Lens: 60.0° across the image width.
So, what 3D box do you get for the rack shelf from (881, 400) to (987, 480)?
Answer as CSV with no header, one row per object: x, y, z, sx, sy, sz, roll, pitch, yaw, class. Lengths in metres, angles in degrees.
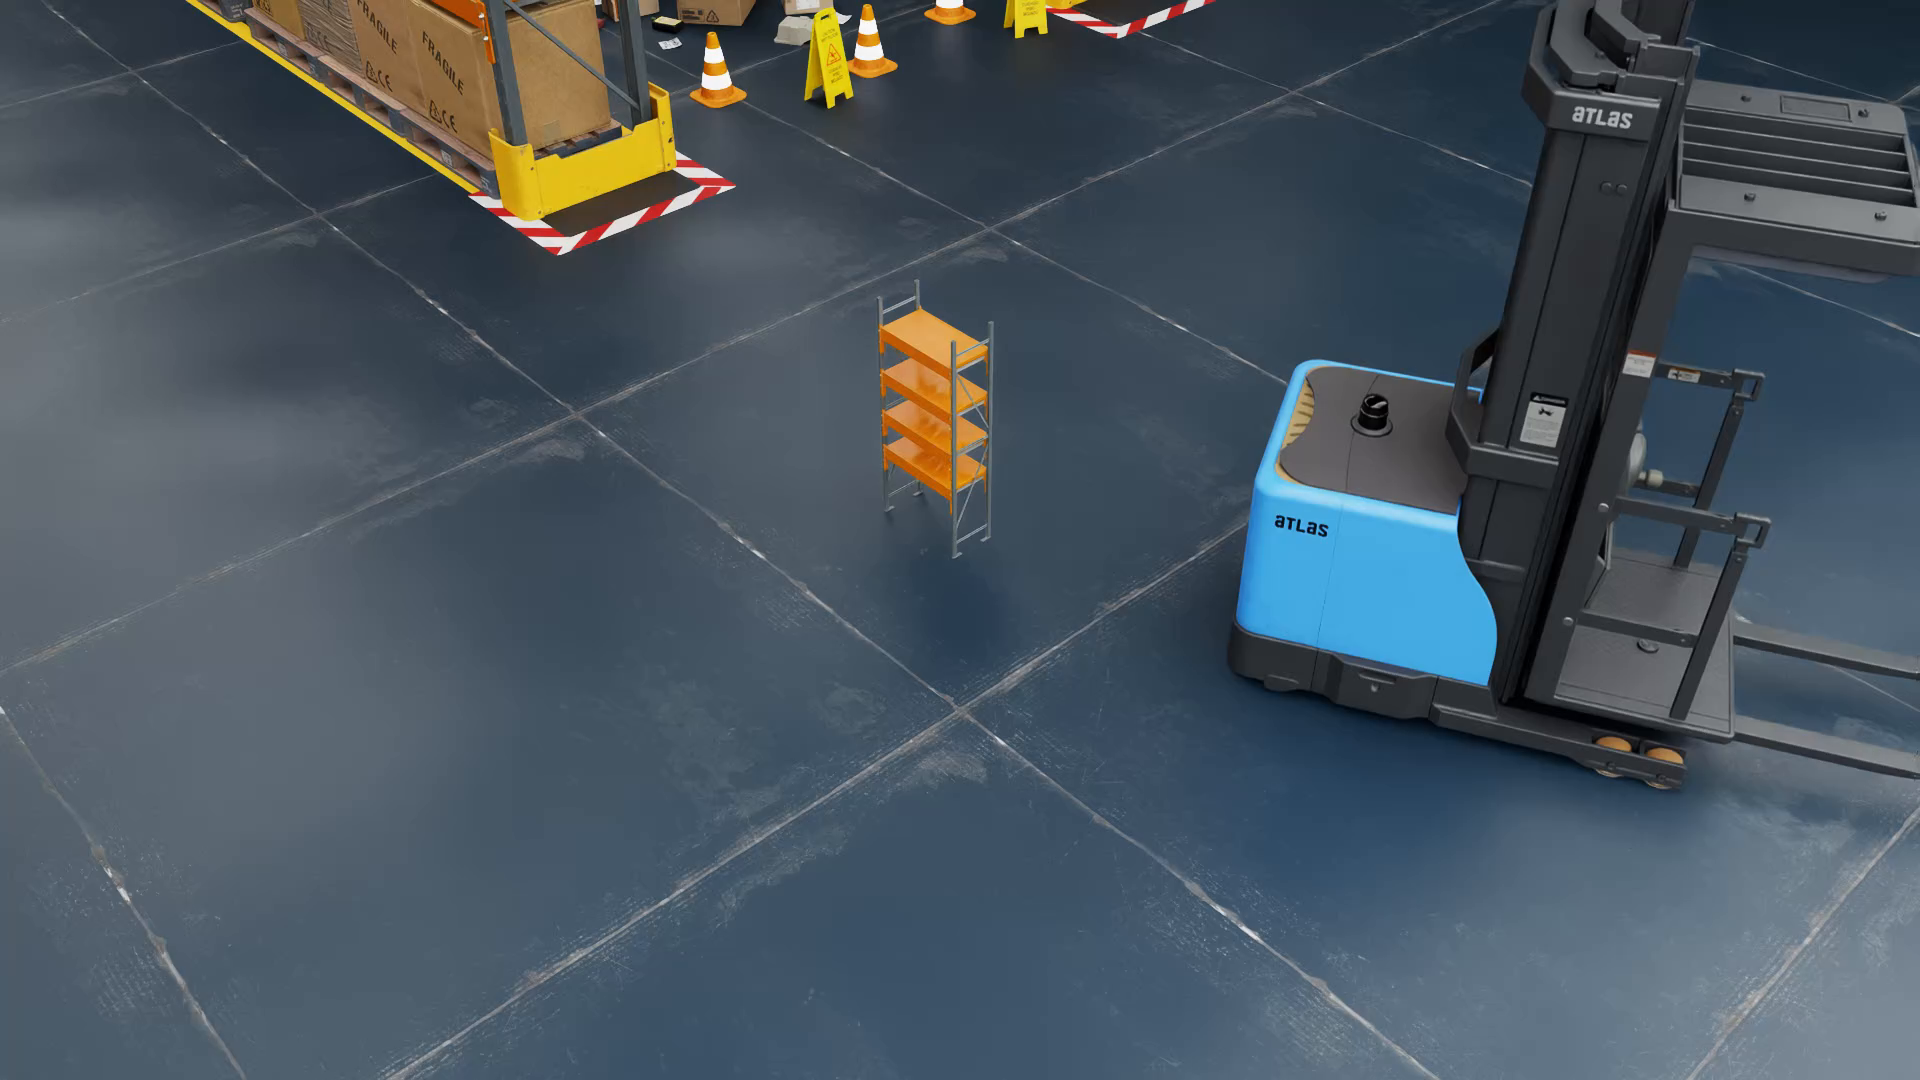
-0.112,-0.491,7.718,0.258,0.148,0.480,-30,48,-32,rack shelf

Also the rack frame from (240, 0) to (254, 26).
-5.119,-5.341,12.183,1.000,3.000,0.127,-30,48,-32,rack frame

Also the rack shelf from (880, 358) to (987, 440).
-0.112,-0.665,7.577,0.258,0.148,0.480,-30,48,-32,rack shelf

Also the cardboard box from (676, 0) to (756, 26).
-1.889,-4.406,13.012,0.637,0.503,0.797,5,39,6,cardboard box

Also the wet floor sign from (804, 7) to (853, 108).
-0.936,-3.402,11.656,0.232,0.644,0.267,26,45,28,wet floor sign

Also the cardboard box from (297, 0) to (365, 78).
-4.133,-3.941,11.807,0.875,0.875,0.875,-30,47,-31,cardboard box

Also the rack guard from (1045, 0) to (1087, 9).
1.113,-4.702,13.382,1.175,0.500,0.348,-30,48,-32,rack guard

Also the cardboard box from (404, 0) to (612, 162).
-2.921,-3.112,10.780,0.875,0.875,0.875,-30,47,-32,cardboard box

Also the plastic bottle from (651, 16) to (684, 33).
-2.283,-3.986,12.845,0.283,0.061,0.133,18,42,21,plastic bottle

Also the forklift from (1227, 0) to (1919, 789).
2.730,-0.515,6.262,3.031,2.935,1.130,13,41,15,forklift

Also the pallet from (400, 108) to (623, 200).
-3.012,-2.741,11.184,1.003,0.211,1.213,-30,48,-32,pallet

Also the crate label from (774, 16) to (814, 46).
-1.242,-3.885,12.660,0.298,0.136,0.250,11,40,13,crate label

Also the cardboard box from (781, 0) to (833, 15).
-1.210,-4.279,13.137,0.380,0.149,0.250,-8,40,-10,cardboard box

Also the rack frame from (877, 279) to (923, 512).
-0.277,-0.656,7.816,0.240,1.200,0.015,-30,48,-32,rack frame

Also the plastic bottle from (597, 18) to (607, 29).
-2.853,-3.969,12.823,0.133,0.061,0.283,18,42,21,plastic bottle

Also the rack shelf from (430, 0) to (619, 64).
-3.766,-4.135,11.263,1.077,0.370,4.000,-30,48,-32,rack shelf

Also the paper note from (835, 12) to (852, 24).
-0.941,-4.076,12.981,0.142,0.019,0.148,18,42,21,paper note

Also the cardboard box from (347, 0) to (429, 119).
-3.518,-3.518,11.284,0.875,0.875,0.875,-31,48,-32,cardboard box

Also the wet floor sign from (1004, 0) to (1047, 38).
0.505,-4.181,12.621,0.267,0.644,0.232,-15,41,-17,wet floor sign

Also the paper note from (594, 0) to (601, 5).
-2.853,-4.332,13.303,0.172,0.023,0.155,-15,41,-17,paper note

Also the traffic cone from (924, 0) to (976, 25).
-0.077,-4.304,12.918,0.336,0.463,0.334,-30,48,-32,traffic cone

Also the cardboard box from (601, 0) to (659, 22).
-2.600,-4.264,13.026,0.396,0.266,0.258,-22,44,-25,cardboard box

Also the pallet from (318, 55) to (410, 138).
-3.833,-3.306,11.883,1.003,0.211,1.213,-30,48,-32,pallet

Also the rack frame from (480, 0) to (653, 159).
-2.414,-3.489,9.891,1.000,3.000,0.127,-30,48,-32,rack frame

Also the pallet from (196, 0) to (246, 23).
-5.696,-4.581,13.462,1.003,0.211,1.213,-30,48,-32,pallet

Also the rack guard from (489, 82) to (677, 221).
-2.397,-2.506,10.663,1.175,0.500,0.348,-30,48,-32,rack guard

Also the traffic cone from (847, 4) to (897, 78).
-0.664,-3.675,12.139,0.336,0.463,0.334,-30,48,-32,traffic cone

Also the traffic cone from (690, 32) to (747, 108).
-1.727,-3.352,11.740,0.336,0.463,0.334,-30,48,-32,traffic cone

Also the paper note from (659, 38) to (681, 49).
-2.195,-3.762,12.592,0.144,0.017,0.142,-15,41,-17,paper note

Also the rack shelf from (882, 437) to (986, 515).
-0.112,-0.337,7.843,0.258,0.148,0.480,-30,48,-32,rack shelf

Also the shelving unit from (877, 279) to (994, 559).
-0.112,-0.543,7.676,0.258,1.200,0.503,-30,48,-32,shelving unit

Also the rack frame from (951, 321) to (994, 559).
0.053,-0.430,7.536,0.240,1.200,0.015,-30,48,-32,rack frame

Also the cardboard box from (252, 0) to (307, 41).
-4.745,-4.357,12.322,0.875,0.875,0.875,-29,47,-31,cardboard box

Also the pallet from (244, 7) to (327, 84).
-4.662,-3.871,12.582,1.003,0.211,1.213,-30,48,-32,pallet

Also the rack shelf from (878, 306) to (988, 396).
-0.112,-0.849,7.429,0.258,0.148,0.480,-30,48,-32,rack shelf
